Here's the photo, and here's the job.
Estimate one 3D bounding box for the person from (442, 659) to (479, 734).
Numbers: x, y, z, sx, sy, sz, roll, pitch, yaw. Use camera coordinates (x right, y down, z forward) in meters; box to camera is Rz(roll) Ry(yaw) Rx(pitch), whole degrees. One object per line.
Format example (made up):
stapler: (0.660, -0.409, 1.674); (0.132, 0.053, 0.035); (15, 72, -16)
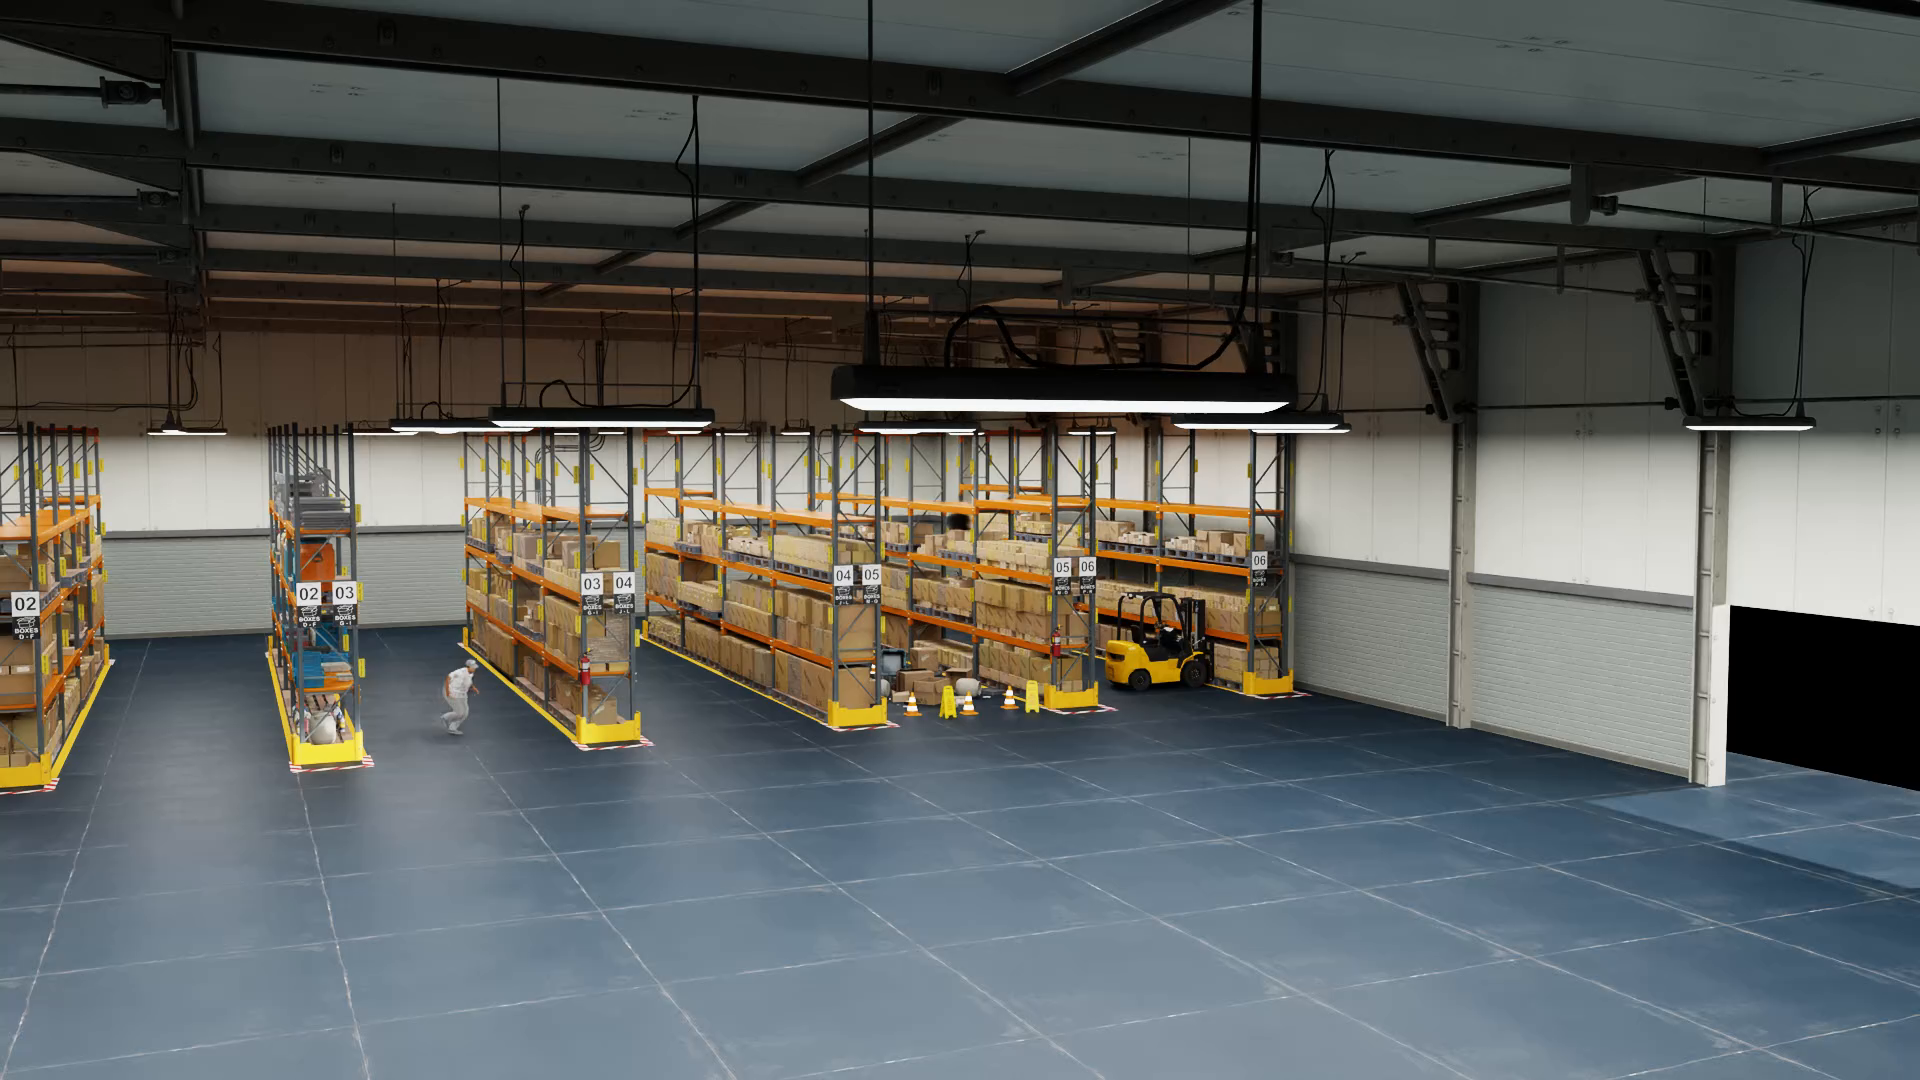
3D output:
person: (-9.646, 3.033, 32.061); (0.831, 1.485, 0.634); (1, 4, 22)

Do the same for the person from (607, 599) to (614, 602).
person: (-9.940, 1.988, 46.759); (0.640, 1.797, 0.714); (-1, 4, -11)
